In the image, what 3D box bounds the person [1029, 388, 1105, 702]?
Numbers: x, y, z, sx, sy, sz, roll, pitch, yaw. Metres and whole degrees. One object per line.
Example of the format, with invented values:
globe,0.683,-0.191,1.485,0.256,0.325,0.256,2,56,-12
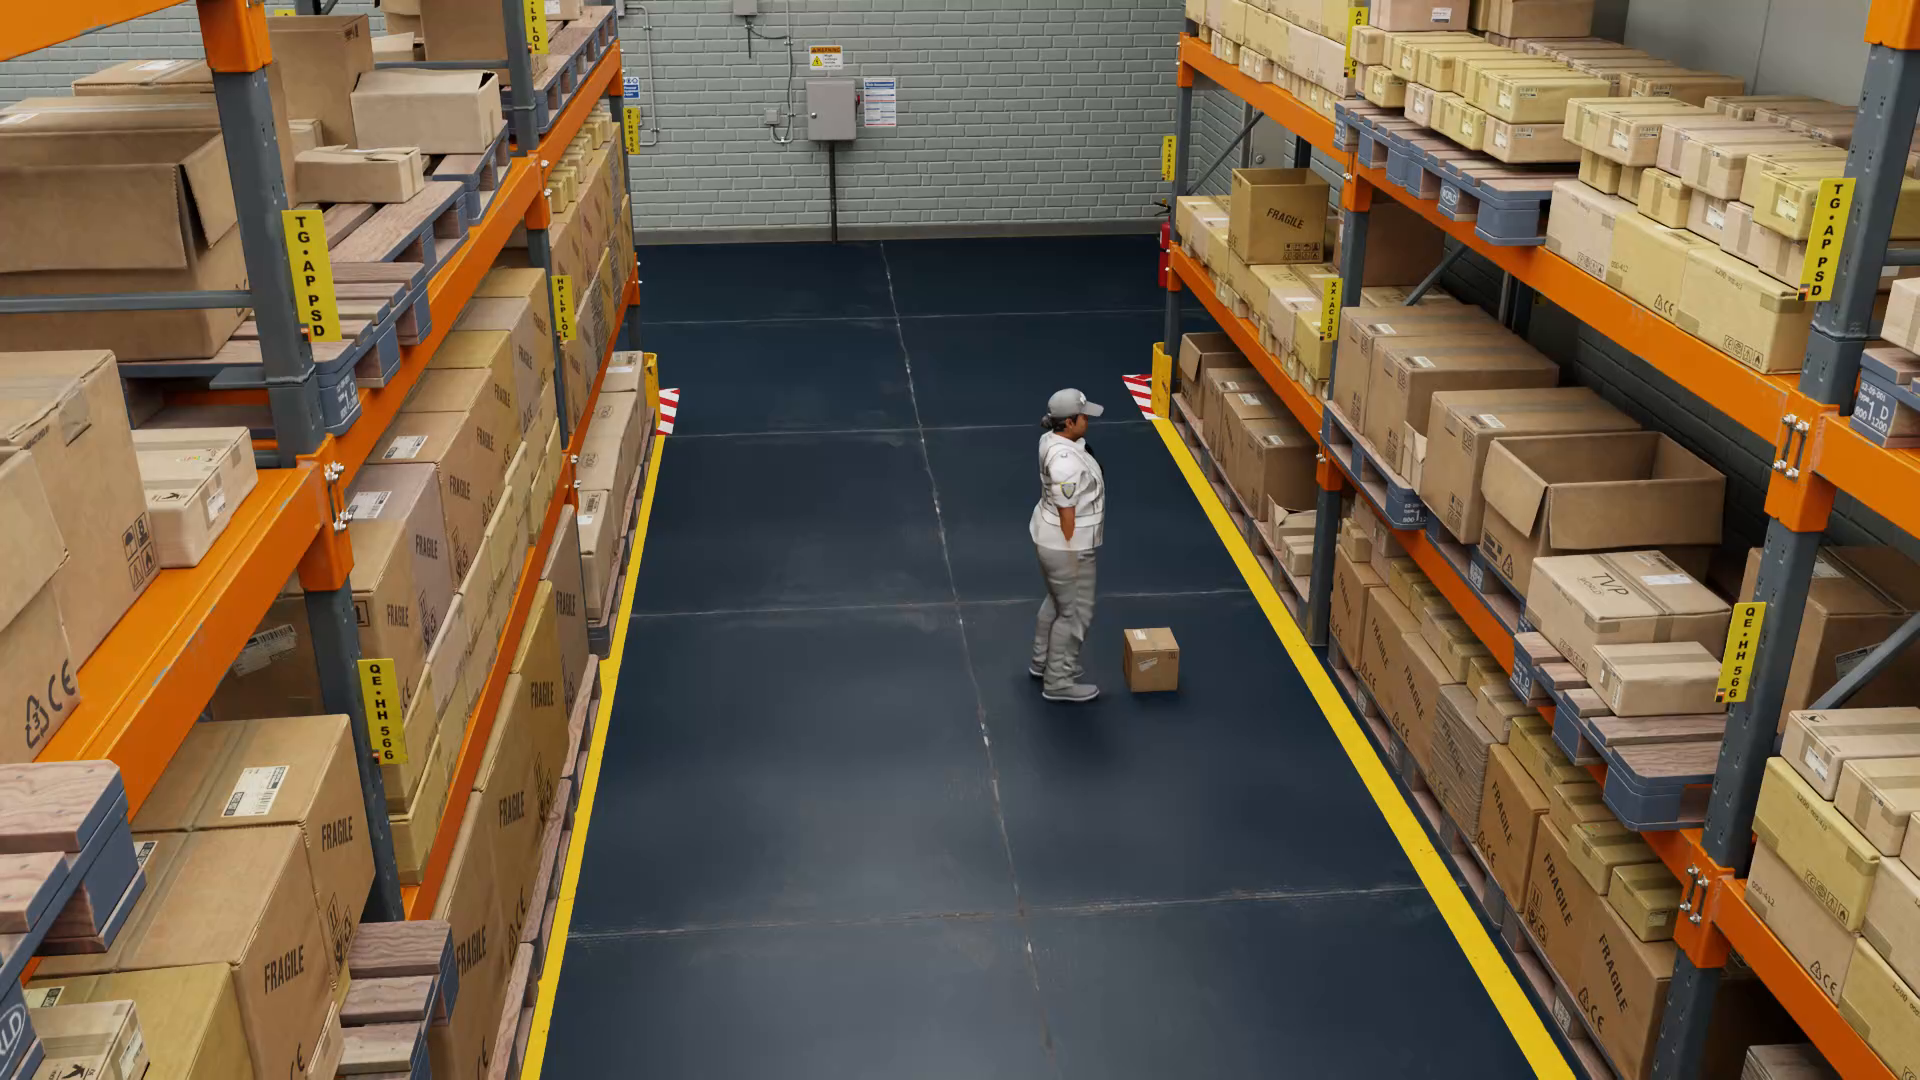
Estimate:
person,0.557,0.018,8.577,0.391,1.669,0.465,-2,24,-4
